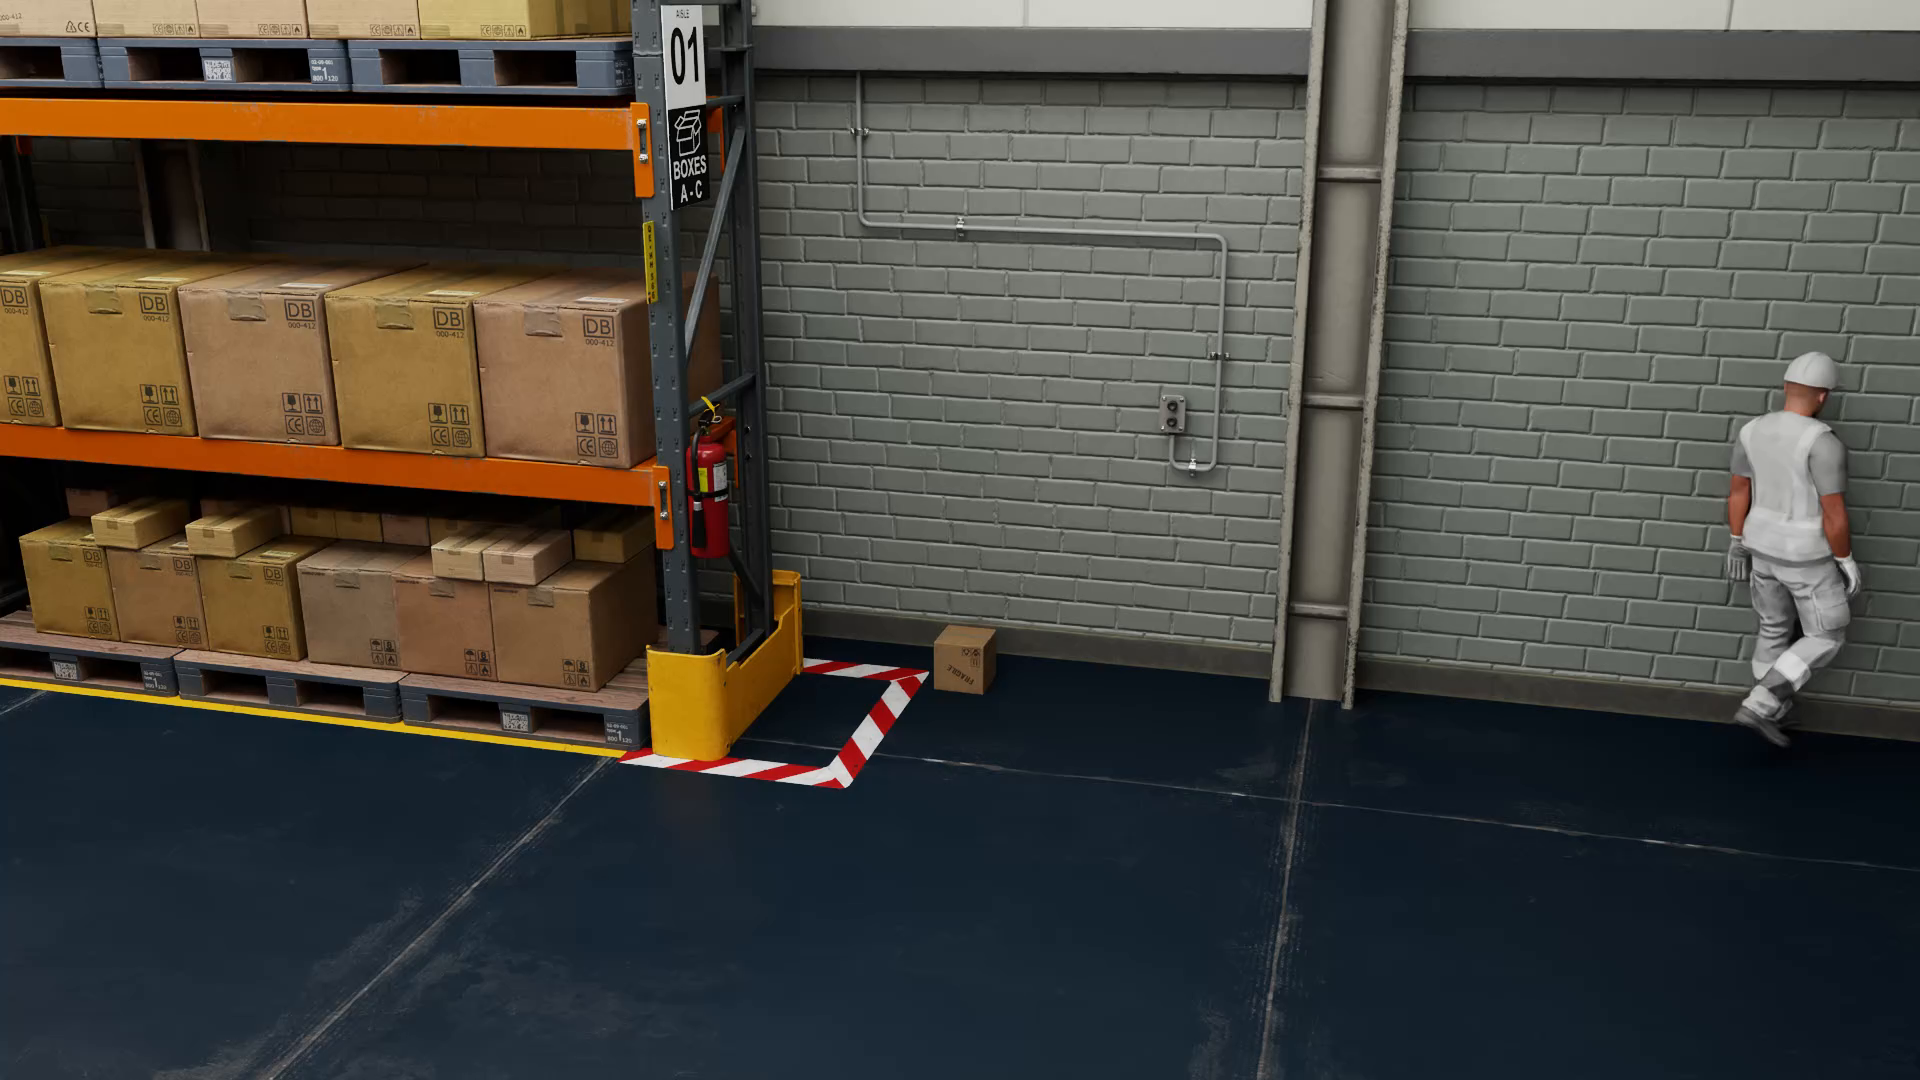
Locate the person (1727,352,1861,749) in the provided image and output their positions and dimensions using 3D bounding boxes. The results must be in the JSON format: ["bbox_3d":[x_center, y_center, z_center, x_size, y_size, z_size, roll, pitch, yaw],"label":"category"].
[{"bbox_3d":[3.671,0.061,7.281,0.713,1.777,0.591,-7,19,-20],"label":"person"}]
